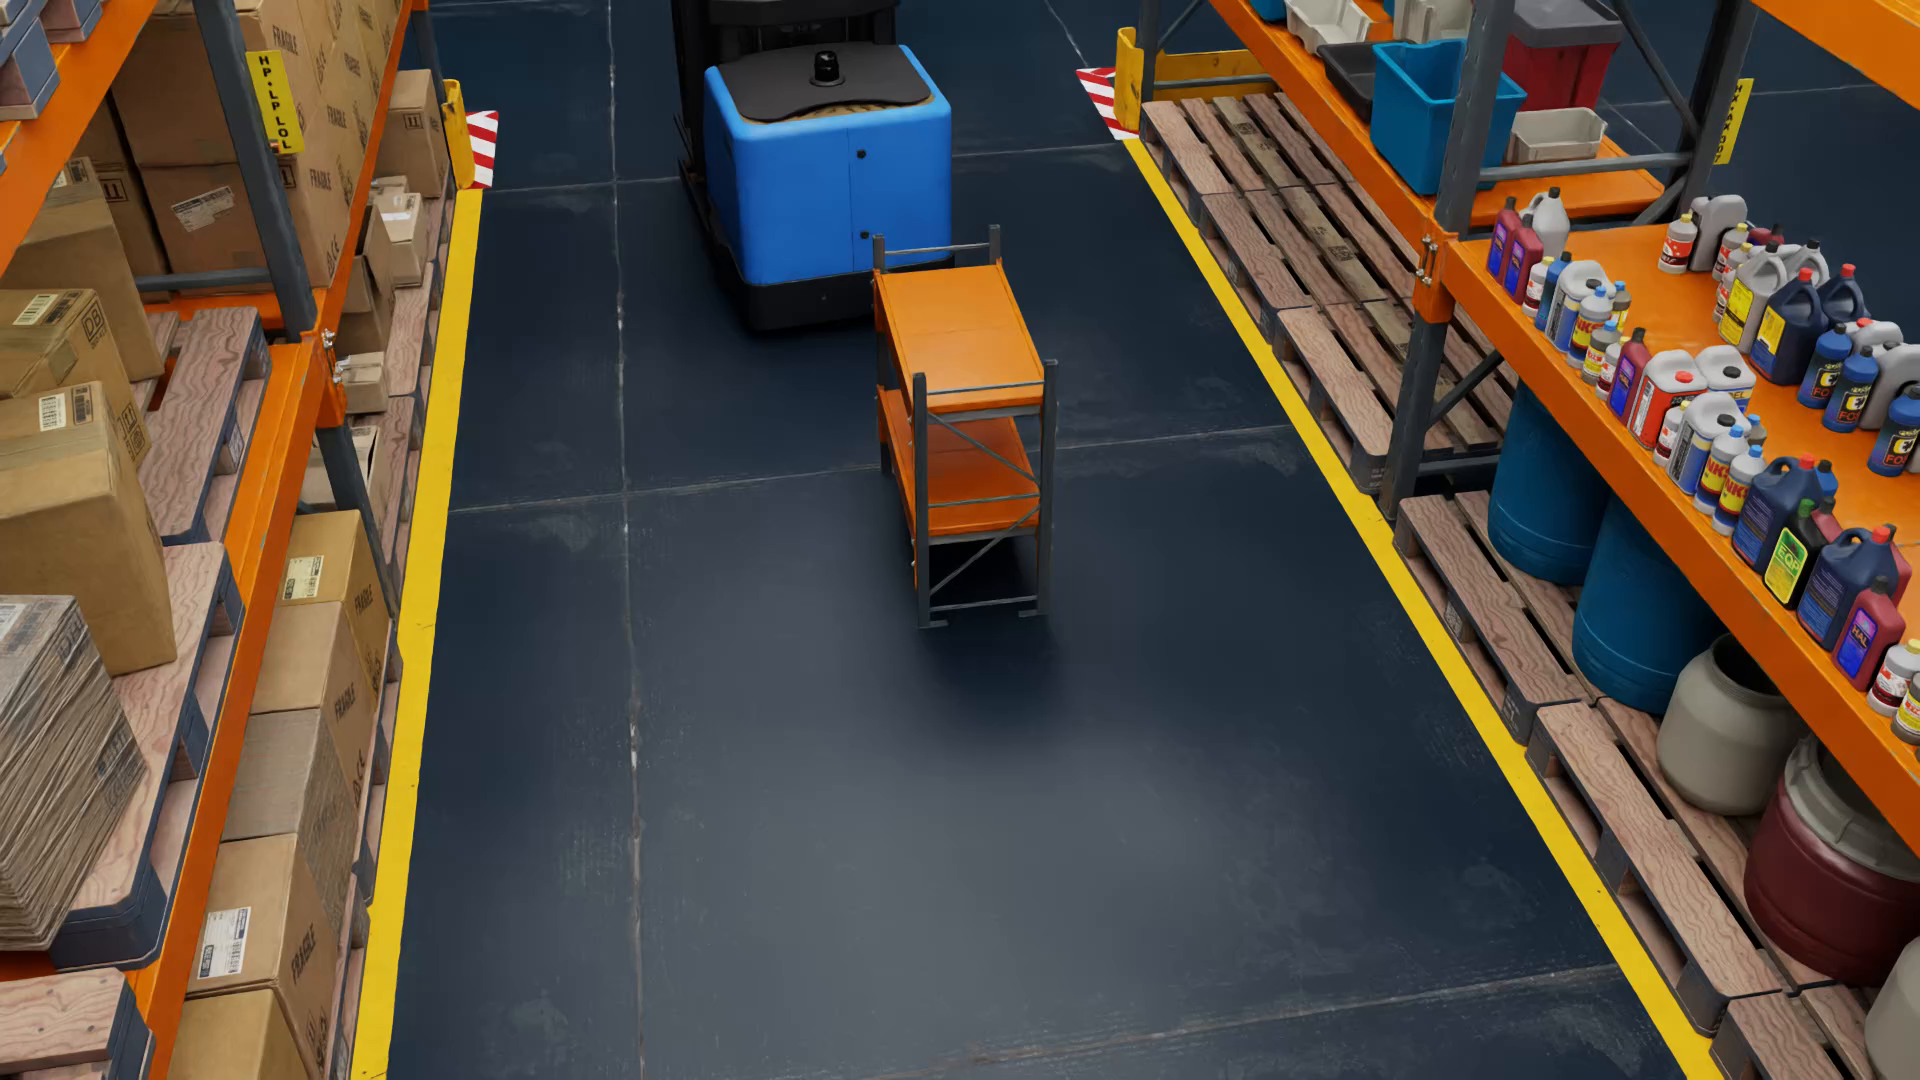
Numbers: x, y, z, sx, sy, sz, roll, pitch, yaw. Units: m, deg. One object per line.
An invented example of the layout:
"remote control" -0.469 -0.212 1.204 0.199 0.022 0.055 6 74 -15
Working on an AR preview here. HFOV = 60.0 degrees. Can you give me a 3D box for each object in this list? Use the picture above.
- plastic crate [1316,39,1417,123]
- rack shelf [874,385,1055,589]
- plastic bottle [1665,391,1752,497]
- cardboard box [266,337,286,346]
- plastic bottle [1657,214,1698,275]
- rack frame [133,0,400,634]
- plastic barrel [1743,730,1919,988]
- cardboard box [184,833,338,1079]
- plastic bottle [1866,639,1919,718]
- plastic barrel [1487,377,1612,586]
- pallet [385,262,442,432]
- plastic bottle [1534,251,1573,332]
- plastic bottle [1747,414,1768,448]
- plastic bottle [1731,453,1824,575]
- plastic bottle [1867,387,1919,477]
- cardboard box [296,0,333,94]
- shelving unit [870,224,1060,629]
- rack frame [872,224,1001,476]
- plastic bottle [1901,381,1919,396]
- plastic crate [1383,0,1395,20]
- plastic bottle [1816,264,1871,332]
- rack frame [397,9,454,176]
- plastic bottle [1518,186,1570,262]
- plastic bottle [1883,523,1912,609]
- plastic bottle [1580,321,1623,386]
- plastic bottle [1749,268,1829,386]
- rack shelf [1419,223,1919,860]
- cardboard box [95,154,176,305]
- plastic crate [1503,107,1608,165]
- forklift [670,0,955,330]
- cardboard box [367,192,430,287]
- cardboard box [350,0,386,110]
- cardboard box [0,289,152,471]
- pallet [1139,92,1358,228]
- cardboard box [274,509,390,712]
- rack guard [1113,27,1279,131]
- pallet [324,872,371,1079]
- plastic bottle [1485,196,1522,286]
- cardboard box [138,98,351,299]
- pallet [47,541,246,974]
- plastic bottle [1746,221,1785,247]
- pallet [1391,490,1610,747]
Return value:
"plastic crate" 1.782 -1.908 6.936 0.437 0.125 0.590 -6 38 -8
"rack shelf" -0.001 -0.255 6.560 0.538 0.278 1.000 -6 38 -8
"plastic bottle" 2.152 -0.277 4.763 0.152 0.276 0.135 -6 38 -8
"cardboard box" -3.145 -0.694 7.031 0.500 0.311 0.500 -6 38 -8
"plastic bottle" 2.511 -1.039 5.805 0.097 0.201 0.097 0 38 0
"rack frame" -2.635 -0.815 5.355 1.000 3.000 0.127 -6 38 -8
"plastic barrel" 2.644 0.881 4.794 0.600 0.588 0.708 -6 38 -8
"cardboard box" -2.009 1.175 4.472 0.500 0.500 0.500 -7 38 -9
"plastic bottle" 2.291 0.328 4.045 0.097 0.201 0.097 0 38 0
"plastic barrel" 2.321 -0.353 6.127 0.600 0.901 0.708 -6 38 -8
"pallet" -2.971 -0.867 7.695 1.003 0.211 1.213 -6 38 -8
"plastic bottle" 1.966 -0.821 5.466 0.097 0.271 0.097 0 38 0
"plastic bottle" 2.271 -0.272 4.817 0.097 0.201 0.097 0 38 0
"plastic bottle" 2.210 -0.092 4.464 0.144 0.351 0.185 -6 38 -8
"plastic bottle" 2.727 -0.320 4.822 0.097 0.271 0.097 0 38 0
"cardboard box" -2.531 -1.876 5.823 0.500 0.500 0.500 -7 38 -9
"shelving unit" -0.001 -0.448 6.410 0.538 1.125 1.048 -6 38 -8
"rack frame" -0.090 -0.755 6.805 0.500 1.125 0.032 -6 38 -8
"plastic bottle" 2.853 -0.390 4.970 0.097 0.201 0.097 0 38 0
"plastic crate" 2.154 -2.507 7.619 0.416 0.233 0.300 -6 38 -8
"plastic bottle" 2.759 -0.695 5.239 0.144 0.351 0.185 -6 38 -8
"rack frame" -3.336 -3.231 8.464 1.000 3.000 0.127 -6 38 -8
"plastic bottle" 1.993 -1.054 5.703 0.144 0.351 0.185 -6 38 -8
"plastic bottle" 2.362 0.100 4.271 0.061 0.283 0.133 -6 38 -8
"plastic bottle" 2.023 -0.594 5.232 0.097 0.201 0.097 0 38 0
"plastic bottle" 2.617 -0.679 5.220 0.144 0.351 0.185 -6 38 -8
"rack shelf" 2.593 0.146 4.703 1.077 0.370 4.000 -6 38 -8
"cardboard box" -2.975 -1.129 5.677 0.500 0.500 0.500 -6 38 -7
"plastic crate" 2.302 -1.562 6.481 0.396 0.136 0.243 -6 38 -8
"forklift" -0.935 -3.064 8.306 1.130 2.935 3.031 -10 39 -13
"cardboard box" -2.861 -1.440 8.042 0.500 0.250 0.500 -6 38 -8
"cardboard box" -2.725 -2.110 6.940 0.500 0.500 0.500 -7 38 -9
"cardboard box" -2.589 -0.302 4.270 0.700 0.500 0.500 -1 38 -1
"pallet" 1.648 -2.158 9.356 1.003 0.211 1.213 -6 38 -8
"cardboard box" -2.266 0.265 5.642 0.500 0.500 0.500 -6 38 -8
"rack guard" 1.525 -2.788 9.931 1.175 0.500 0.348 -6 38 -8
"pallet" -2.237 1.512 4.632 1.003 0.211 1.213 -6 38 -8
"plastic bottle" 1.887 -1.032 5.729 0.061 0.283 0.133 -6 38 -8
"cardboard box" -2.456 -1.192 5.758 0.500 0.500 0.500 -5 38 -7
"pallet" -2.279 0.502 3.815 1.003 0.211 1.213 -6 38 -8
"plastic bottle" 2.716 -0.962 5.638 0.061 0.283 0.133 -6 38 -8
"pallet" 2.337 0.226 6.287 1.003 0.211 1.213 -6 38 -8
